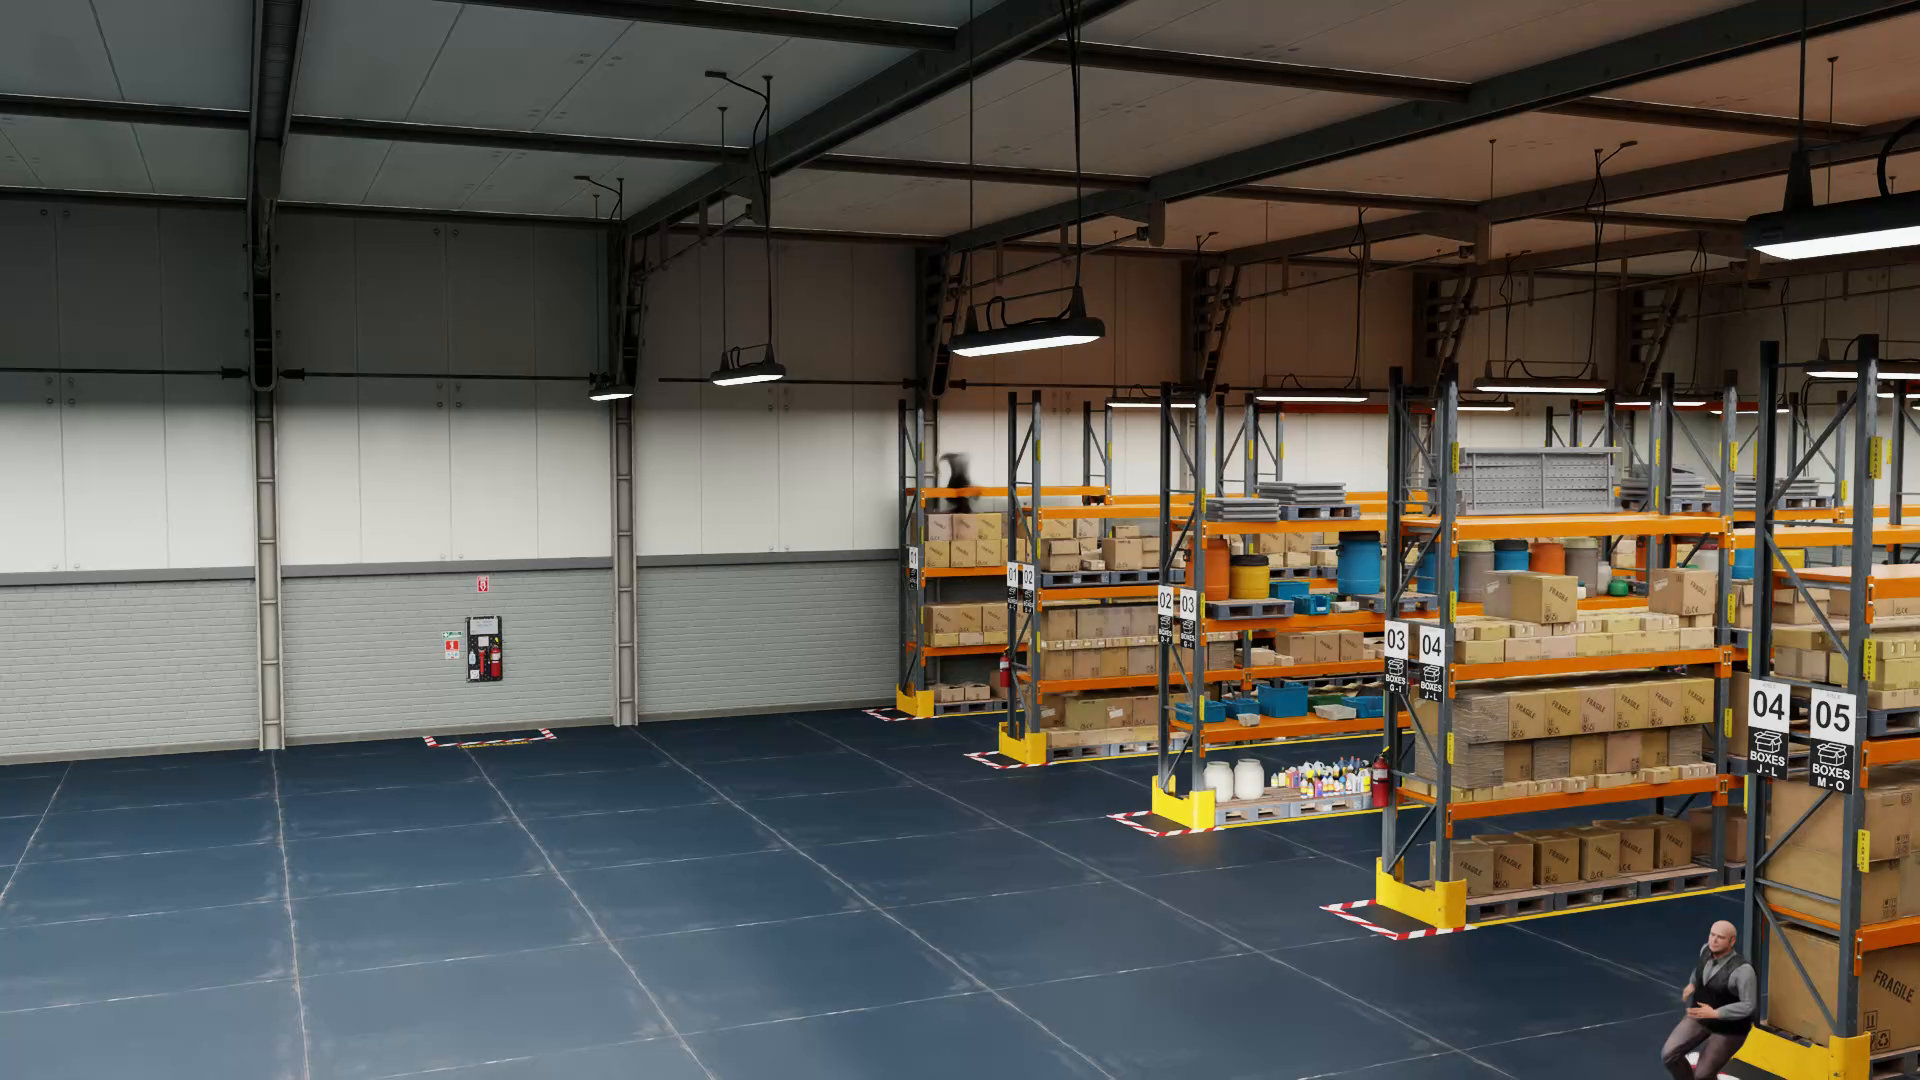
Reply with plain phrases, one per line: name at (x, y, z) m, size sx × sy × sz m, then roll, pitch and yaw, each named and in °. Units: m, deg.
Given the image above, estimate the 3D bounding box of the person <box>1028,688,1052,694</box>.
person at (1.459, 2.631, 29.188) m, size 0.705 × 1.610 × 0.560 m, roll -1°, pitch 4°, yaw -18°

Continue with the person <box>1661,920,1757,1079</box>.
person at (5.614, 3.631, 12.474) m, size 0.697 × 1.634 × 0.825 m, roll -2°, pitch 4°, yaw -31°
